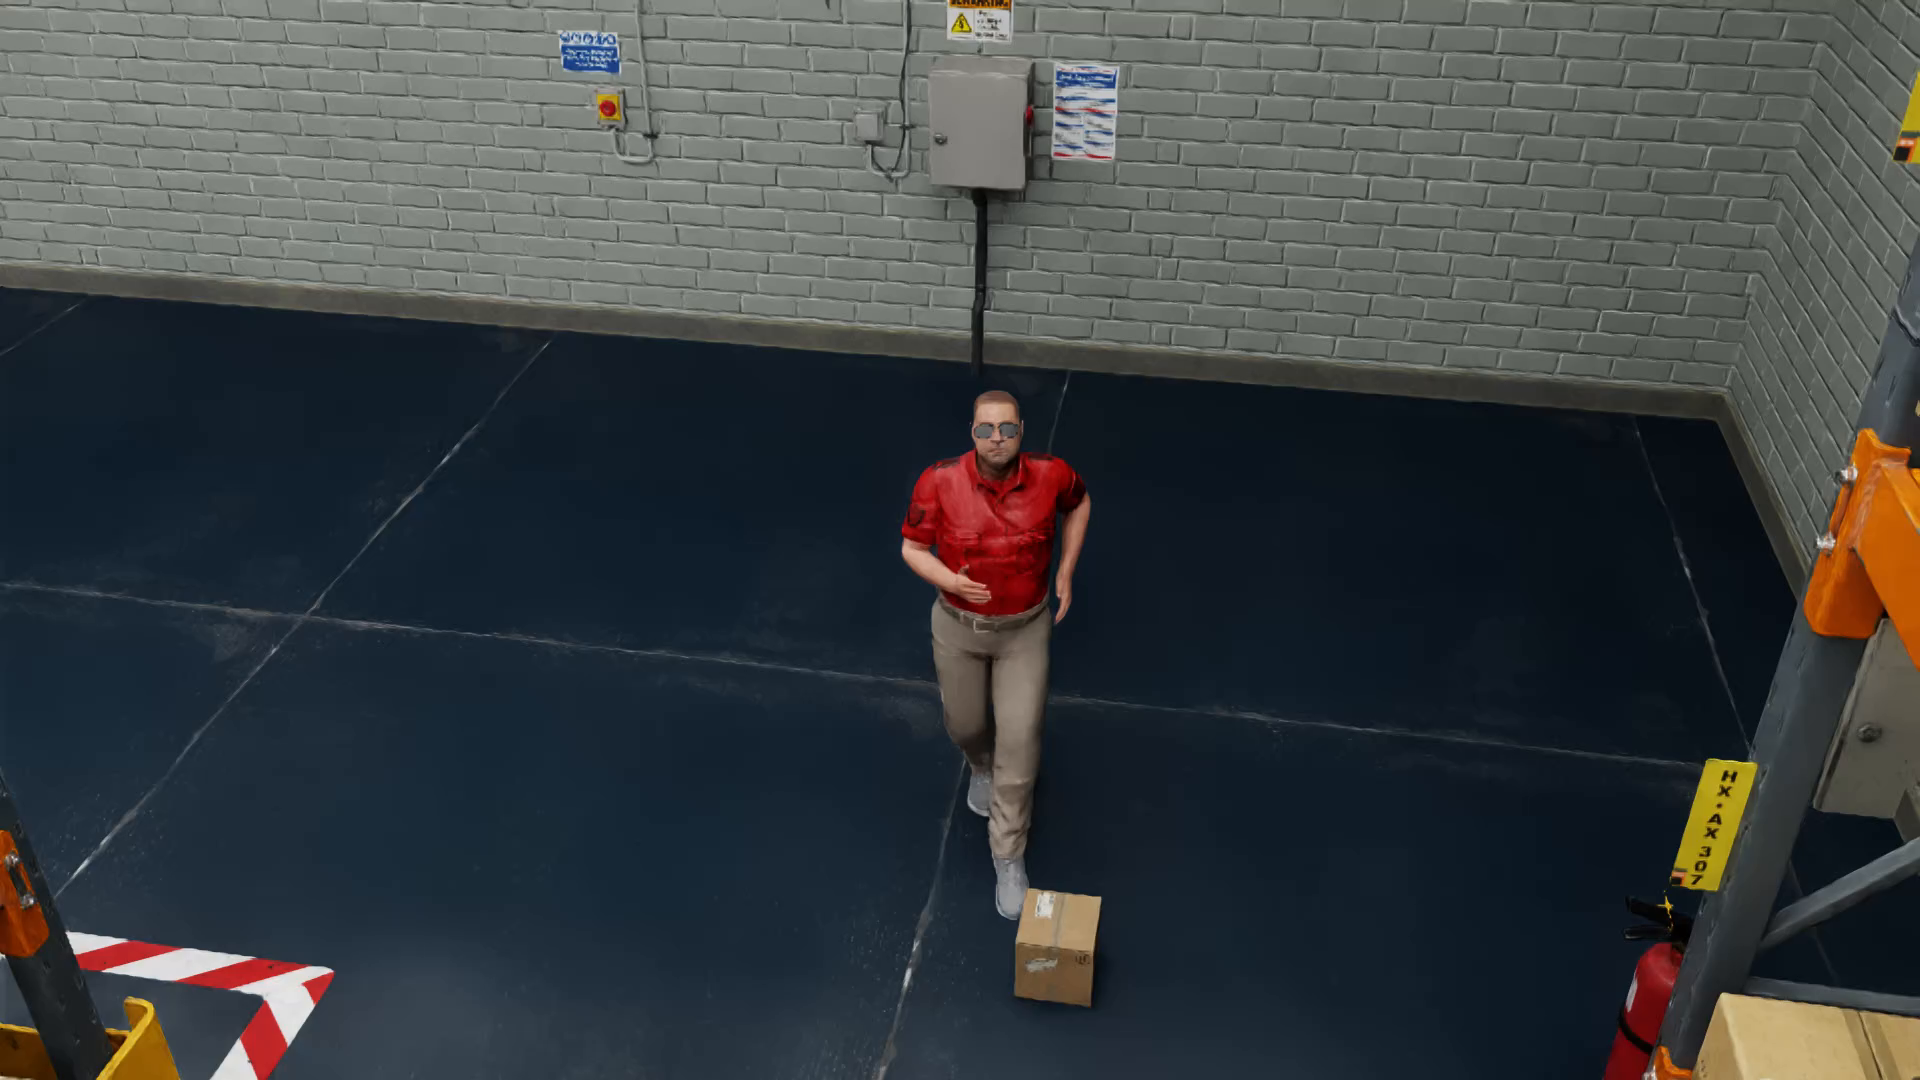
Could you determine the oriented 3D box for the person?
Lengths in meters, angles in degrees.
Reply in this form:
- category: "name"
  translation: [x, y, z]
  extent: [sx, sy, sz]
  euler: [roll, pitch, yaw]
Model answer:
- category: "person"
  translation: [0.103, 0.358, 5.618]
  extent: [0.622, 1.730, 0.851]
  euler: [3, 32, 5]
